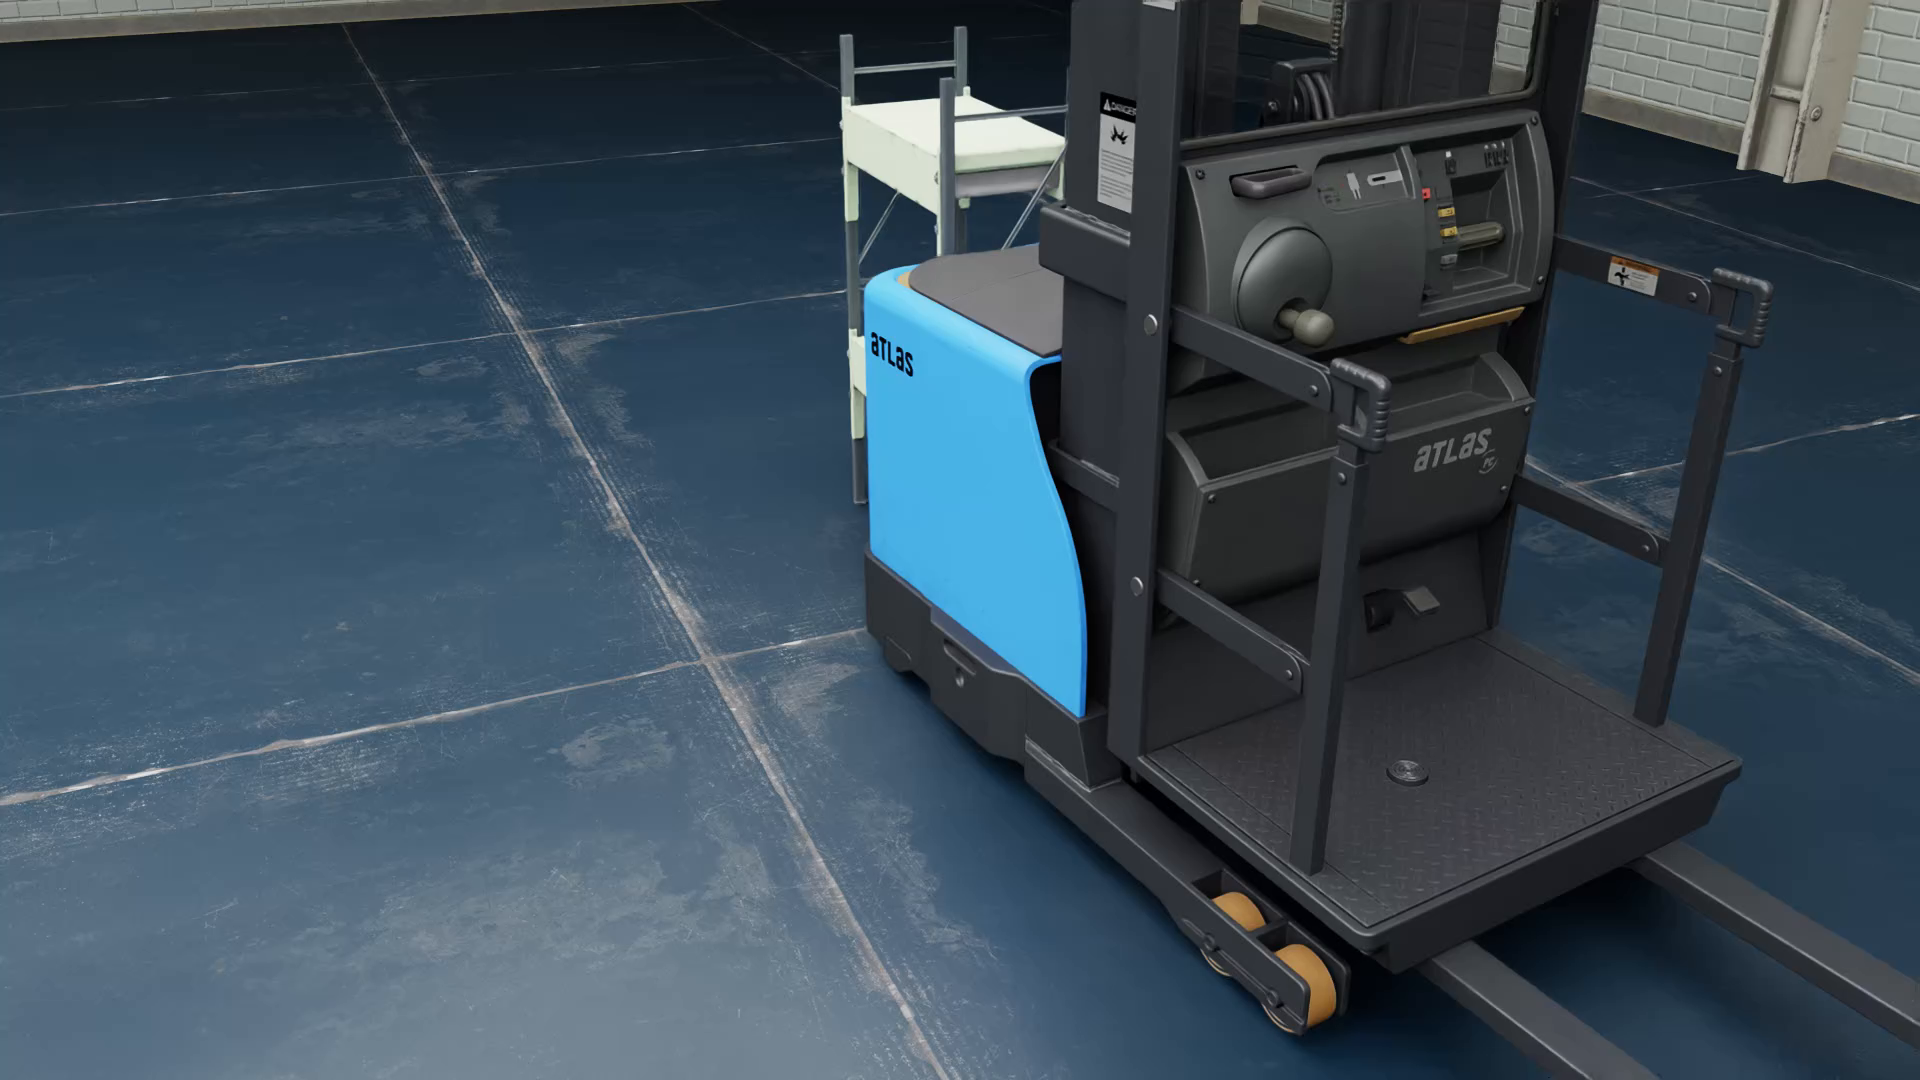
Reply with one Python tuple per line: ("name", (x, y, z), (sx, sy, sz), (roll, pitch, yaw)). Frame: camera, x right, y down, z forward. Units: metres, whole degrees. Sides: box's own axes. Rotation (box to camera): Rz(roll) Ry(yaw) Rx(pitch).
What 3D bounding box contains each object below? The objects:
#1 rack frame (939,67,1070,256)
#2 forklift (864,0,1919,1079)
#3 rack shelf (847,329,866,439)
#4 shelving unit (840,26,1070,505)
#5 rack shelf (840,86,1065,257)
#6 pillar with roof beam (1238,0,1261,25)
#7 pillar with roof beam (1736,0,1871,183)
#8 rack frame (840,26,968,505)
("rack frame", (0.134, -0.536, 4.638), (0.400, 1.500, 0.023), (-11, 28, -22))
("forklift", (0.939, -0.585, 3.108), (1.130, 2.935, 3.031), (-15, 30, -28))
("rack shelf", (-0.016, -0.389, 5.081), (0.431, 0.370, 0.720), (-11, 28, -22))
("shelving unit", (-0.015, -0.682, 4.938), (0.431, 1.500, 0.755), (-11, 28, -22))
("rack shelf", (-0.015, -1.033, 4.767), (0.431, 0.370, 0.720), (-11, 28, -22))
("pillar with roof beam", (-1.574, -7.840, 11.050), (9.100, 9.000, 0.400), (-11, 28, -21))
("pillar with roof beam", (0.776, -5.417, 6.089), (9.100, 9.000, 0.400), (-11, 28, -21))
("rack frame", (-0.165, -0.829, 5.238), (0.400, 1.500, 0.023), (-11, 28, -22))
